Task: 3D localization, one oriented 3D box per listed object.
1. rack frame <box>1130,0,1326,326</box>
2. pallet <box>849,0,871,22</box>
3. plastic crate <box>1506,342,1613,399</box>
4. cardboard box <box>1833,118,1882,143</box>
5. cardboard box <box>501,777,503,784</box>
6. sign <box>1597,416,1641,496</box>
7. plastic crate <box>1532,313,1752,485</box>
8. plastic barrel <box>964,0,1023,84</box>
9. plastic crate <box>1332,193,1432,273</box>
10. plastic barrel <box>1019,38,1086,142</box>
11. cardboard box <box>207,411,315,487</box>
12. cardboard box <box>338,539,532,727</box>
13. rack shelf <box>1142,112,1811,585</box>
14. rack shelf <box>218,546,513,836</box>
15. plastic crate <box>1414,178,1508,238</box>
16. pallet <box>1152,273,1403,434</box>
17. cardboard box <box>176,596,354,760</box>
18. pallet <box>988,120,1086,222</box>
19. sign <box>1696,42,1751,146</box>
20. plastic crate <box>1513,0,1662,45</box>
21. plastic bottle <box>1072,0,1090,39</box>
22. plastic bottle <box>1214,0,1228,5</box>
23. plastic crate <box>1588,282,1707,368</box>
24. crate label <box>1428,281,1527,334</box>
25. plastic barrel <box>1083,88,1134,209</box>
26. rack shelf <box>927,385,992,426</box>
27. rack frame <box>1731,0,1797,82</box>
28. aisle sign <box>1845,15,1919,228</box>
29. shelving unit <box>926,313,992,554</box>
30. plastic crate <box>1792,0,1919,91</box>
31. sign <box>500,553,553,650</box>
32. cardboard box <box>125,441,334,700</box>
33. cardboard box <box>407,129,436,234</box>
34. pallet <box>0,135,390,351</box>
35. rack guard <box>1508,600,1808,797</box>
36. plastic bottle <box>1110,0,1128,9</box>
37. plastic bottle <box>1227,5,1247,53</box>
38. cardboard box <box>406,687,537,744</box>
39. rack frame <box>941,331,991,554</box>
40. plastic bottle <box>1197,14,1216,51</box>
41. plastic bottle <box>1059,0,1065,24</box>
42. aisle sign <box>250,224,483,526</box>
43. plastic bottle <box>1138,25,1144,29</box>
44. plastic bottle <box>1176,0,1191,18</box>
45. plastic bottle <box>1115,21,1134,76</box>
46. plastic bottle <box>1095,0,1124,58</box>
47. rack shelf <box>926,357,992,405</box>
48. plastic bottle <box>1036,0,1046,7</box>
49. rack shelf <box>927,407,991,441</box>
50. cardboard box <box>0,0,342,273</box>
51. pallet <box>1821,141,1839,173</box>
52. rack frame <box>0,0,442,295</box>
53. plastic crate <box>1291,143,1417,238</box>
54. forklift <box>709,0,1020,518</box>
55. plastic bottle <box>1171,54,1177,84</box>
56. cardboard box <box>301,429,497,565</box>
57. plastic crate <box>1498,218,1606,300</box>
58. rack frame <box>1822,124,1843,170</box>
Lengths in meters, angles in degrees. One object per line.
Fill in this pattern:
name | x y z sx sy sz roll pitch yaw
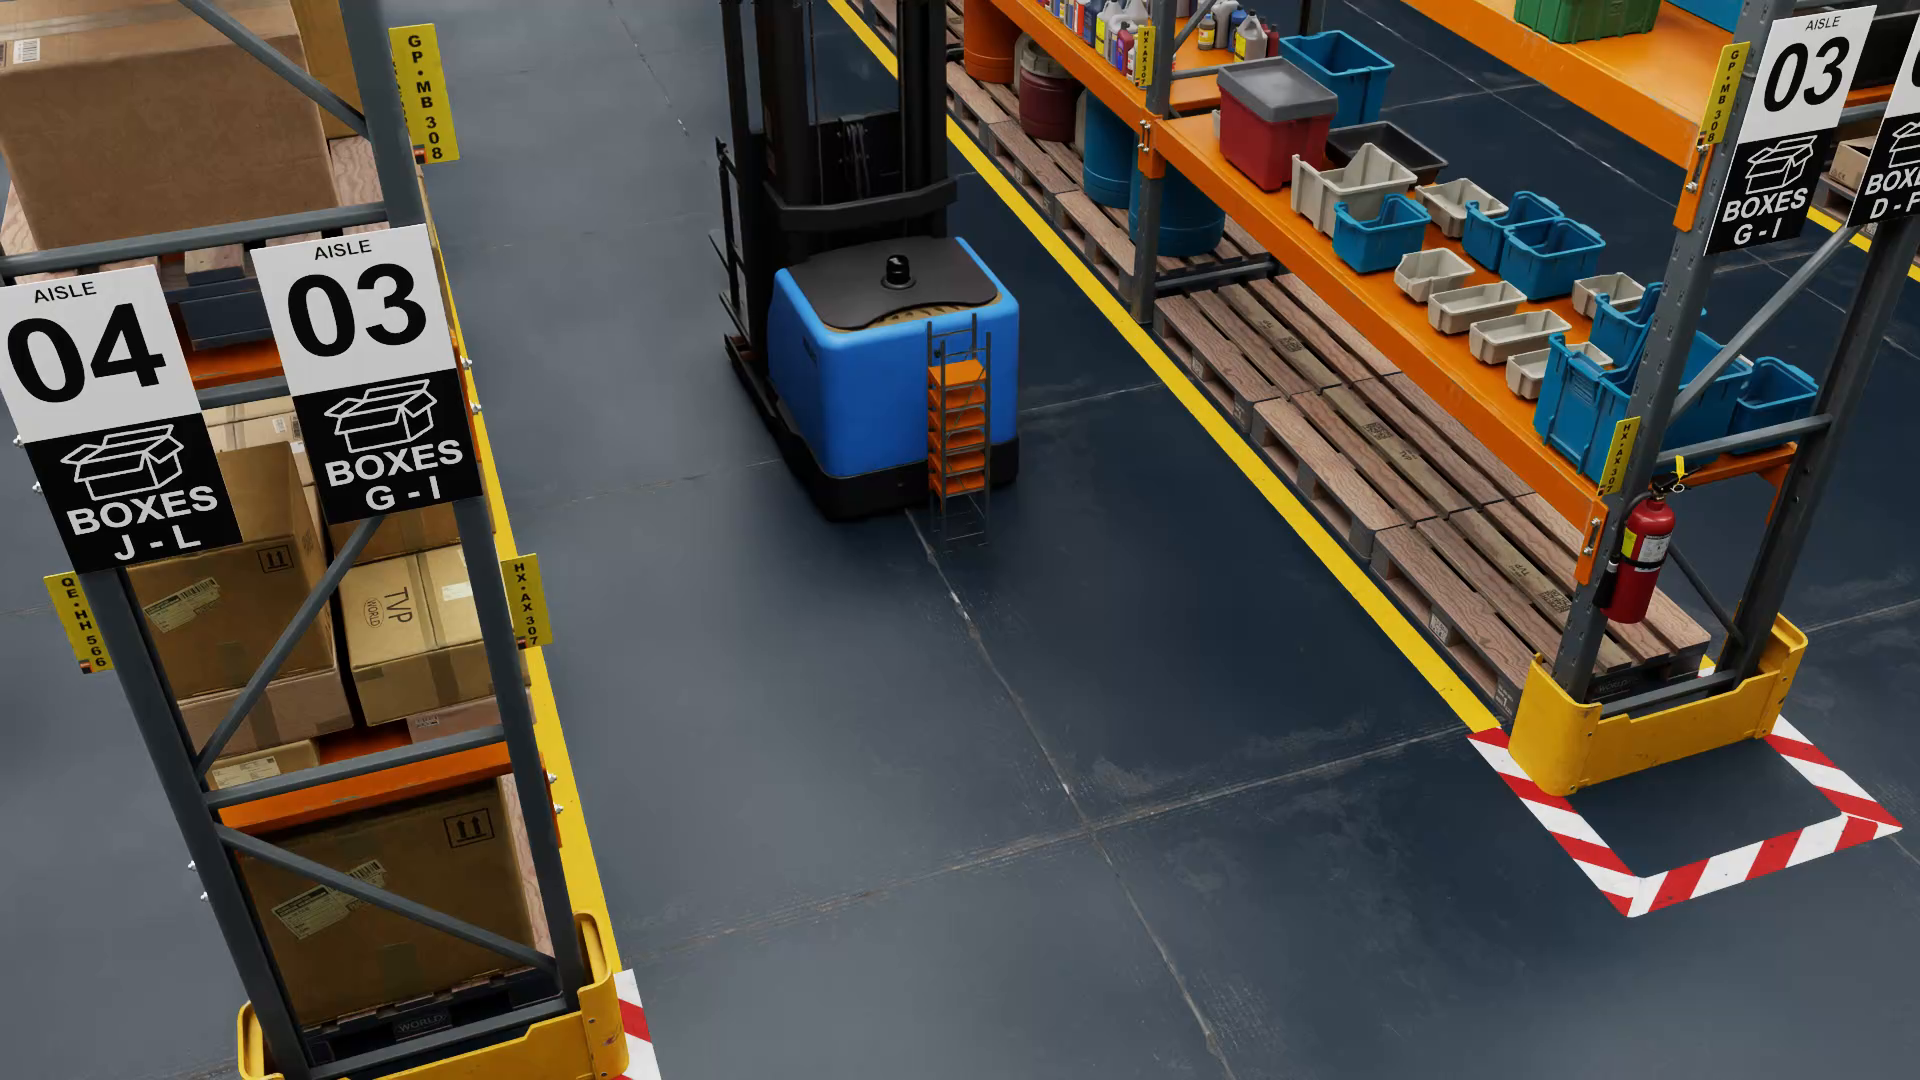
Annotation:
rack frame | 1.519 -2.618 9.232 1.000 3.000 0.127 -12 39 -16
pallet | -0.504 -4.897 14.576 1.003 0.211 1.213 -12 39 -16
plastic crate | 2.444 -0.700 6.856 0.396 0.136 0.243 -12 39 -16
cardboard box | 6.233 -3.142 11.641 0.500 0.500 0.500 -14 39 -18
cardboard box | -2.364 0.489 6.524 0.875 0.875 0.875 -12 39 -16
sign | 2.384 -0.300 6.020 0.100 0.325 0.005 -12 39 -16
plastic crate | 2.604 -0.547 6.404 0.616 0.435 0.499 -12 39 -16
plastic barrel | 0.326 -3.906 12.397 0.600 0.830 0.708 -12 39 -16
plastic crate | 1.948 -1.422 7.735 0.416 0.233 0.300 -12 39 -16
plastic barrel | 0.715 -3.171 11.622 0.600 0.588 0.708 -12 39 -16
cardboard box | -2.521 -0.185 5.879 0.500 0.250 0.500 -14 39 -17
cardboard box | -1.667 0.281 5.261 0.500 0.250 0.500 -13 39 -17
rack shelf | 2.207 -1.201 7.949 1.077 0.370 4.000 -12 39 -16
rack shelf | -2.444 -0.253 6.529 0.919 0.124 3.809 -12 39 -16
plastic crate | 2.400 -1.615 8.070 0.293 0.136 0.466 -12 39 -16
pallet | 1.808 -1.097 9.531 1.003 0.211 1.213 -12 39 -16
cardboard box | -2.171 0.389 5.117 0.500 0.250 0.500 -13 39 -17
pallet | 0.869 -2.639 11.578 1.003 0.211 1.213 -12 39 -16
sign | 2.384 -1.392 5.198 0.100 0.325 0.005 -12 39 -16
plastic crate | 2.288 -1.970 6.055 0.450 0.188 0.336 -12 39 -16
plastic bottle | 0.780 -3.215 10.129 0.152 0.276 0.135 -12 39 -16
plastic bottle | 1.577 -3.185 10.092 0.097 0.271 0.097 0 37 0
plastic crate | 2.893 -0.895 7.034 0.416 0.233 0.300 -12 39 -16
crate label | 2.239 -1.019 7.279 0.396 0.136 0.243 -12 39 -16
plastic barrel | 1.104 -2.658 10.681 0.600 0.901 0.708 -12 39 -16
rack shelf | -0.005 -0.644 7.782 0.258 0.103 0.180 -12 39 -16
rack frame | 2.895 -2.755 4.428 1.000 3.000 0.127 -12 39 -16
aisle sign | 3.199 -1.417 5.478 0.394 0.787 0.004 -12 39 -16
shelving unit | -0.005 -0.487 7.900 0.258 1.200 0.189 -12 39 -16
plastic crate | 3.024 -1.779 5.735 0.497 0.269 0.590 -12 39 -16
sign | -1.232 0.178 4.735 0.100 0.325 0.005 -12 39 -16
cardboard box | -2.170 0.088 4.894 0.500 0.500 0.500 -12 39 -15
cardboard box | -3.679 -1.773 9.528 1.225 0.875 0.875 -14 39 -18
pallet | -2.021 -0.912 4.549 1.003 0.211 1.213 -12 39 -16
rack guard | 2.915 0.651 6.970 1.175 0.500 0.348 -12 39 -16
plastic bottle | 0.967 -3.184 10.025 0.144 0.351 0.185 -12 39 -16
plastic bottle | 1.657 -3.054 9.918 0.097 0.271 0.097 0 37 0
cardboard box | -1.568 0.499 5.304 0.380 0.149 0.250 -12 39 -15
rack frame | 0.026 -0.436 7.831 0.240 1.200 0.006 -12 39 -16
plastic bottle | 1.480 -3.049 9.970 0.097 0.201 0.097 0 37 0
plastic bottle | 0.668 -3.321 10.331 0.097 0.201 0.097 0 37 0
aisle sign | -1.449 -0.393 4.117 0.394 0.787 0.004 -12 39 -16
plastic bottle | 1.064 -2.937 9.821 0.097 0.201 0.097 0 37 0
plastic bottle | 1.398 -3.432 10.416 0.152 0.276 0.135 -12 39 -16
plastic bottle | 0.957 -2.848 9.635 0.061 0.283 0.133 -12 39 -16
plastic bottle | 0.895 -3.050 9.847 0.144 0.351 0.185 -12 39 -16
rack shelf | -0.005 -0.739 7.710 0.258 0.103 0.180 -12 39 -16
plastic bottle | 0.532 -3.547 10.562 0.061 0.283 0.133 -12 39 -16
rack shelf | -0.005 -0.548 7.854 0.258 0.103 0.180 -12 39 -16
cardboard box | -1.985 -1.061 4.157 0.700 0.500 0.500 -15 39 -19
pallet | 5.855 -2.979 12.030 1.003 0.211 1.213 -12 39 -16
rack frame | -1.755 -1.729 3.066 1.000 3.000 0.127 -12 39 -16
plastic crate | 1.871 -1.694 8.054 0.437 0.282 0.530 -12 39 -16
forklift | -0.709 -2.168 8.692 1.130 2.935 3.031 -13 39 -17
plastic bottle | 1.190 -2.731 9.547 0.097 0.201 0.097 0 37 0
cardboard box | -1.839 -0.301 5.410 0.500 0.500 0.500 -13 39 -17
plastic crate | 2.666 -1.267 7.528 0.416 0.233 0.300 -12 39 -16
rack frame | 6.171 -3.641 10.591 1.000 3.000 0.127 -12 39 -16
